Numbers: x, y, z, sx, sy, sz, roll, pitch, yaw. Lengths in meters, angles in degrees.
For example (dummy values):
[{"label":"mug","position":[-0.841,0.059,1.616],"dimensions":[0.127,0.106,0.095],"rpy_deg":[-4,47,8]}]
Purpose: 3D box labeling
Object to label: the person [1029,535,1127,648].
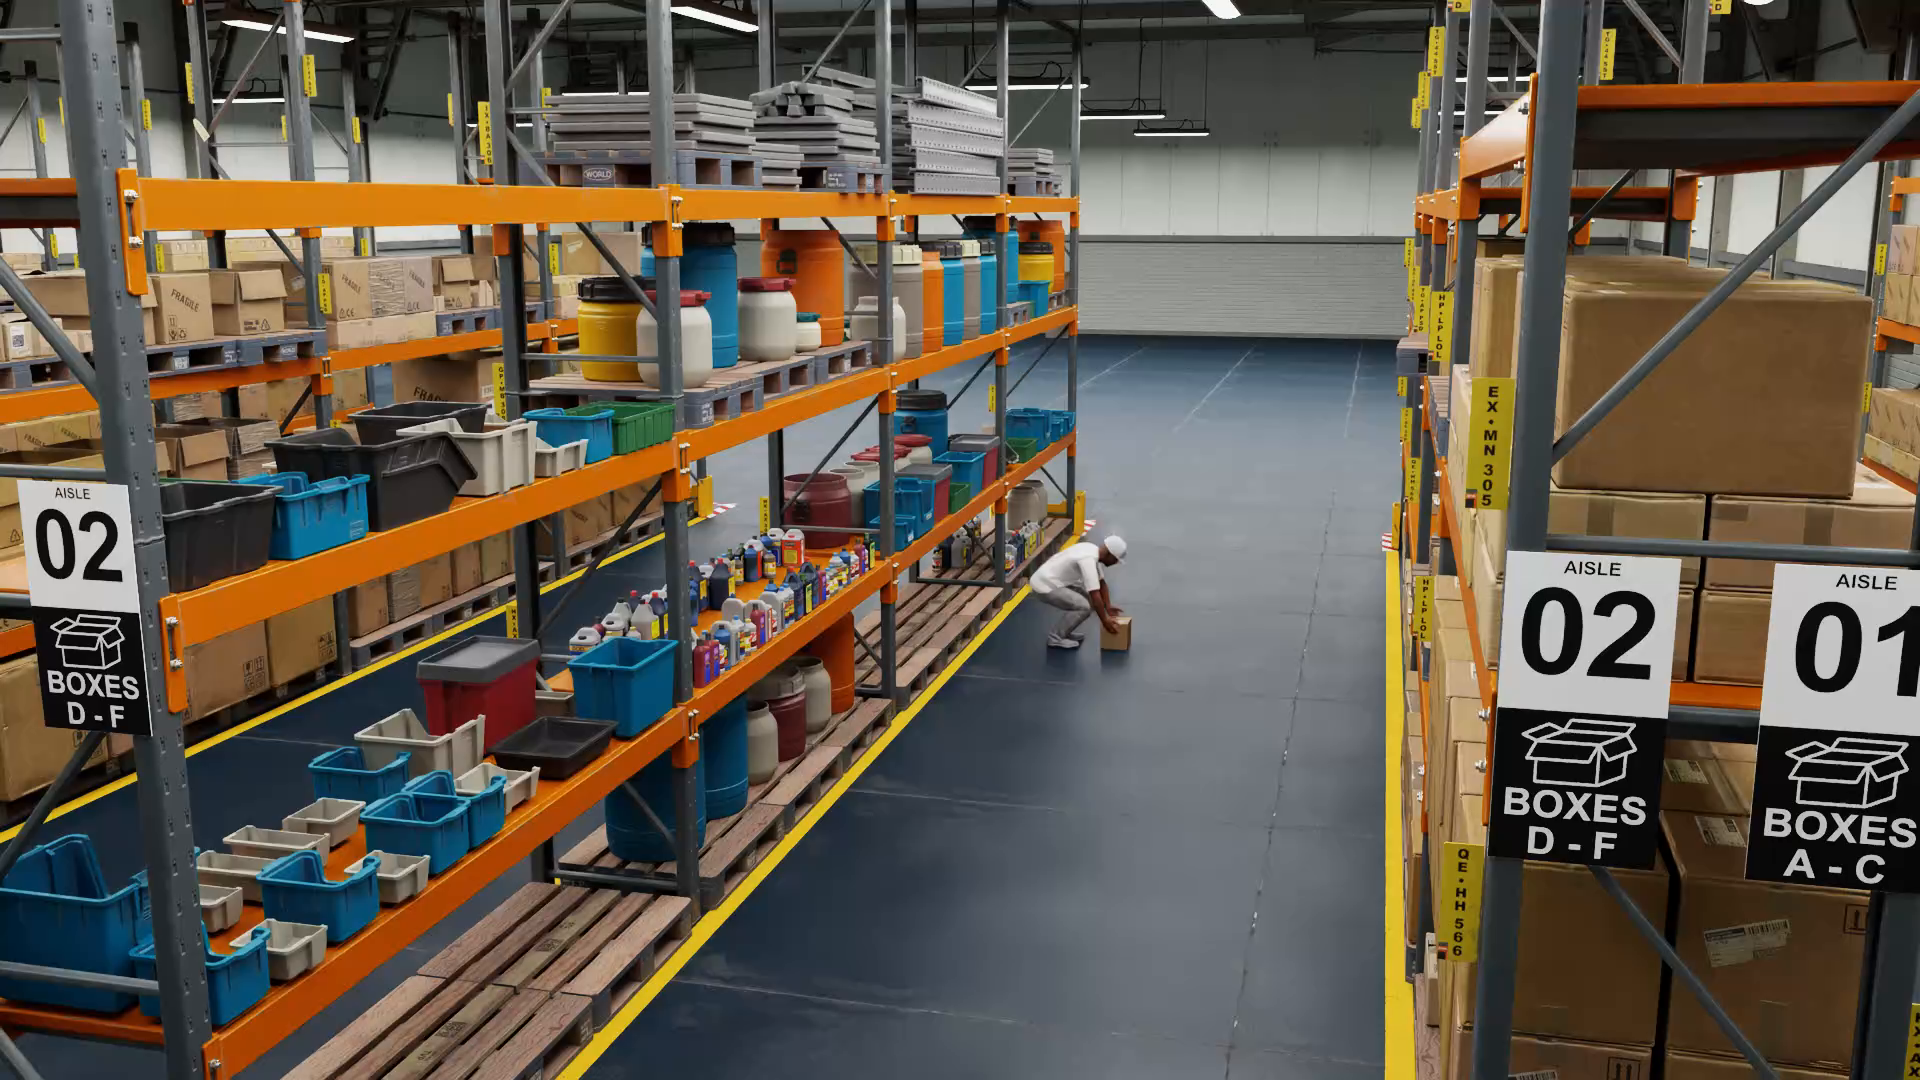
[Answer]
[{"label":"person","position":[1.100,0.457,15.471],"dimensions":[0.884,1.038,0.593],"rpy_deg":[3,12,13]}]
